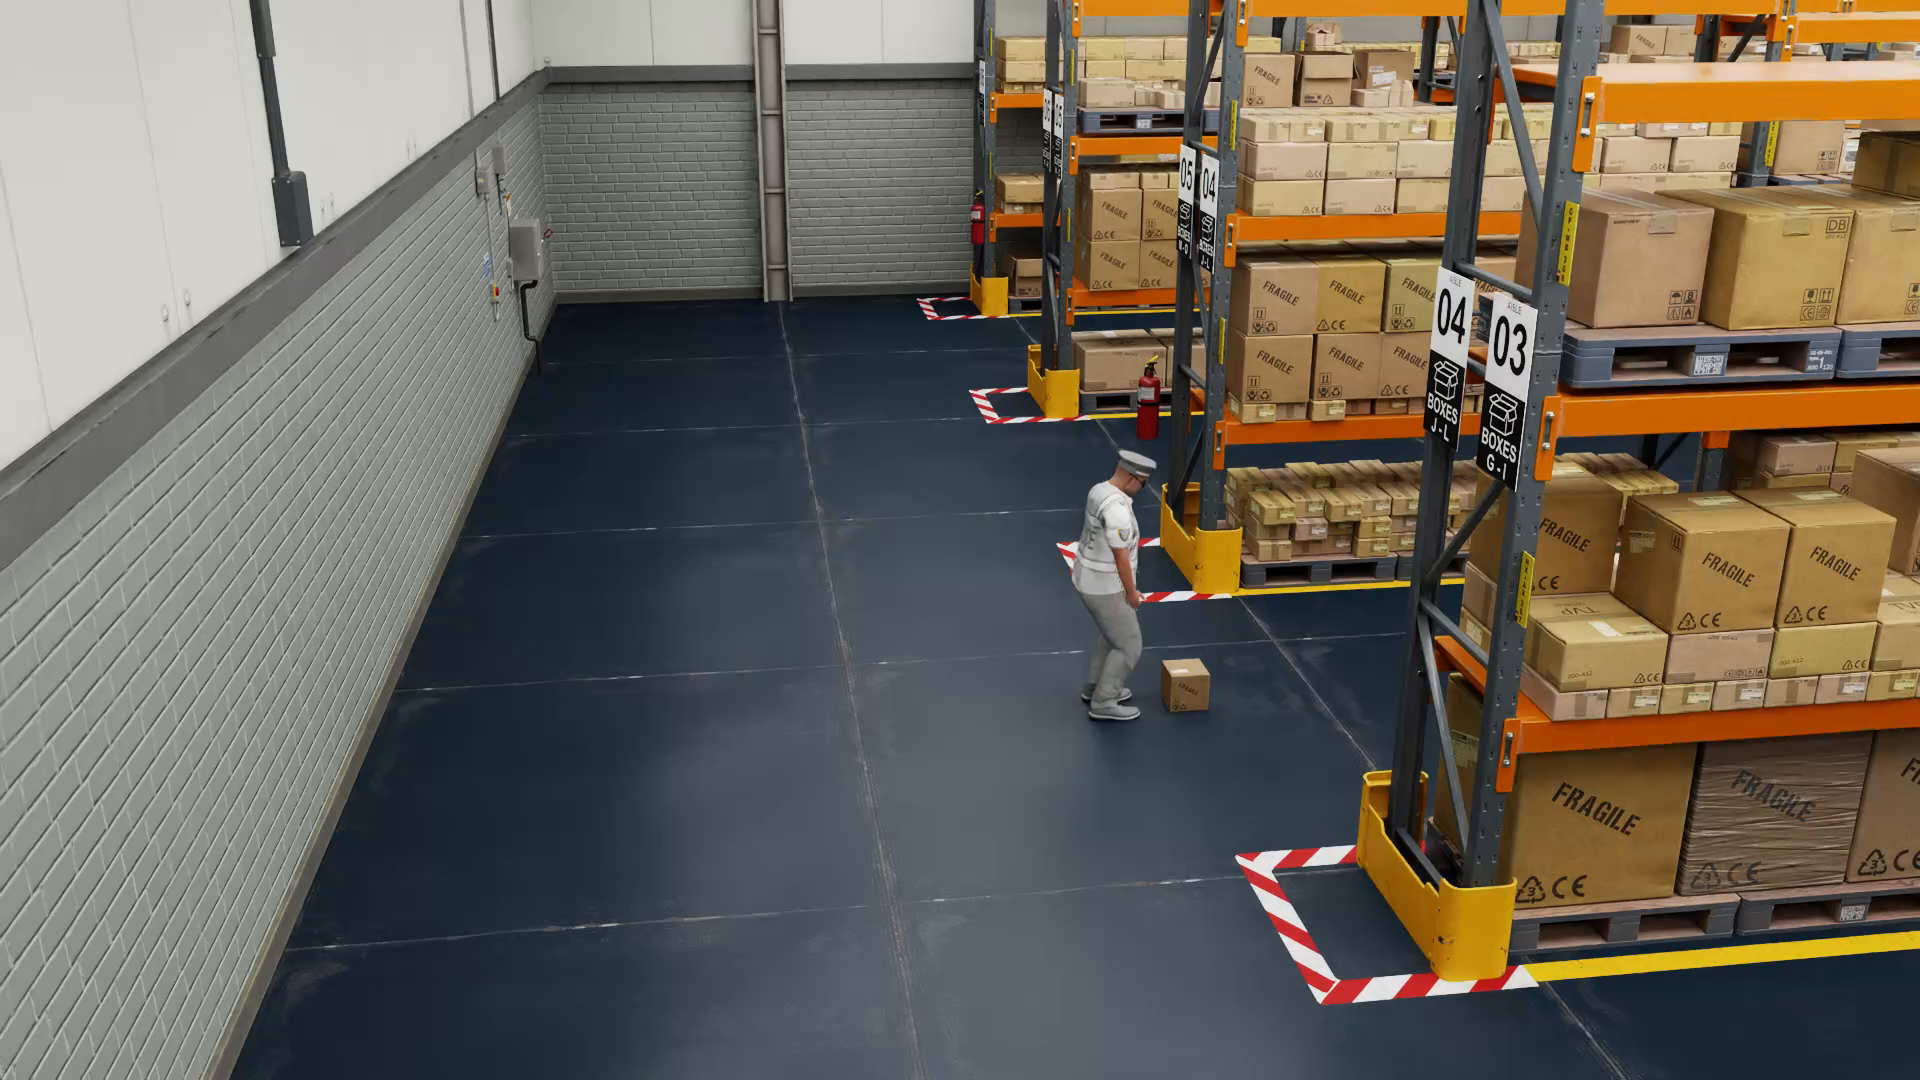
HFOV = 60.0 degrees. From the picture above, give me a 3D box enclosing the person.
[{"bbox_3d":[0.954,0.272,10.405,0.496,1.701,0.557,-2,20,-6],"label":"person"}]
